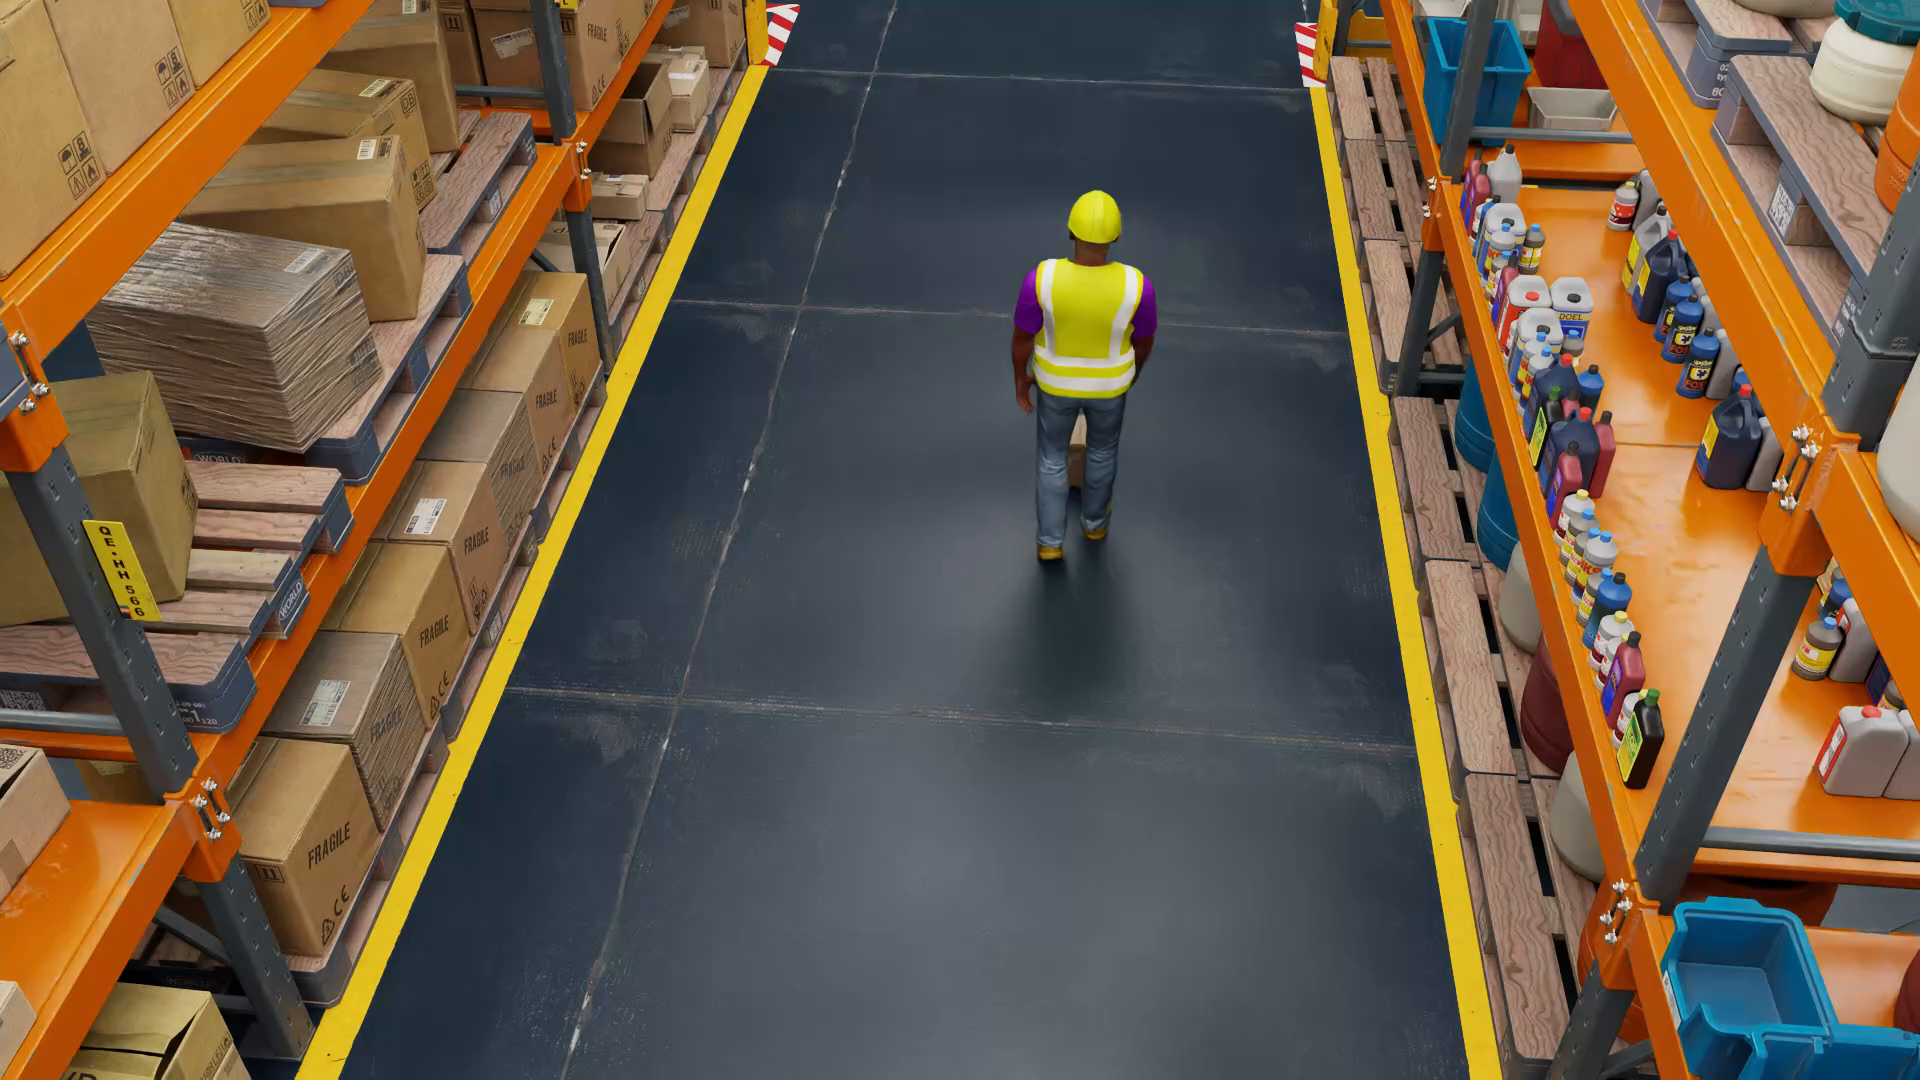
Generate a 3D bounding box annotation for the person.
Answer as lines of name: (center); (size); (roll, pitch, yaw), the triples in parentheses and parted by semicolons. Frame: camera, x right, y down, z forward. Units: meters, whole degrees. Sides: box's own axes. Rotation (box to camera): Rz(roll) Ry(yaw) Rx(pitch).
person: (0.512, -0.670, 7.019); (0.585, 1.845, 0.515); (4, 40, 4)
